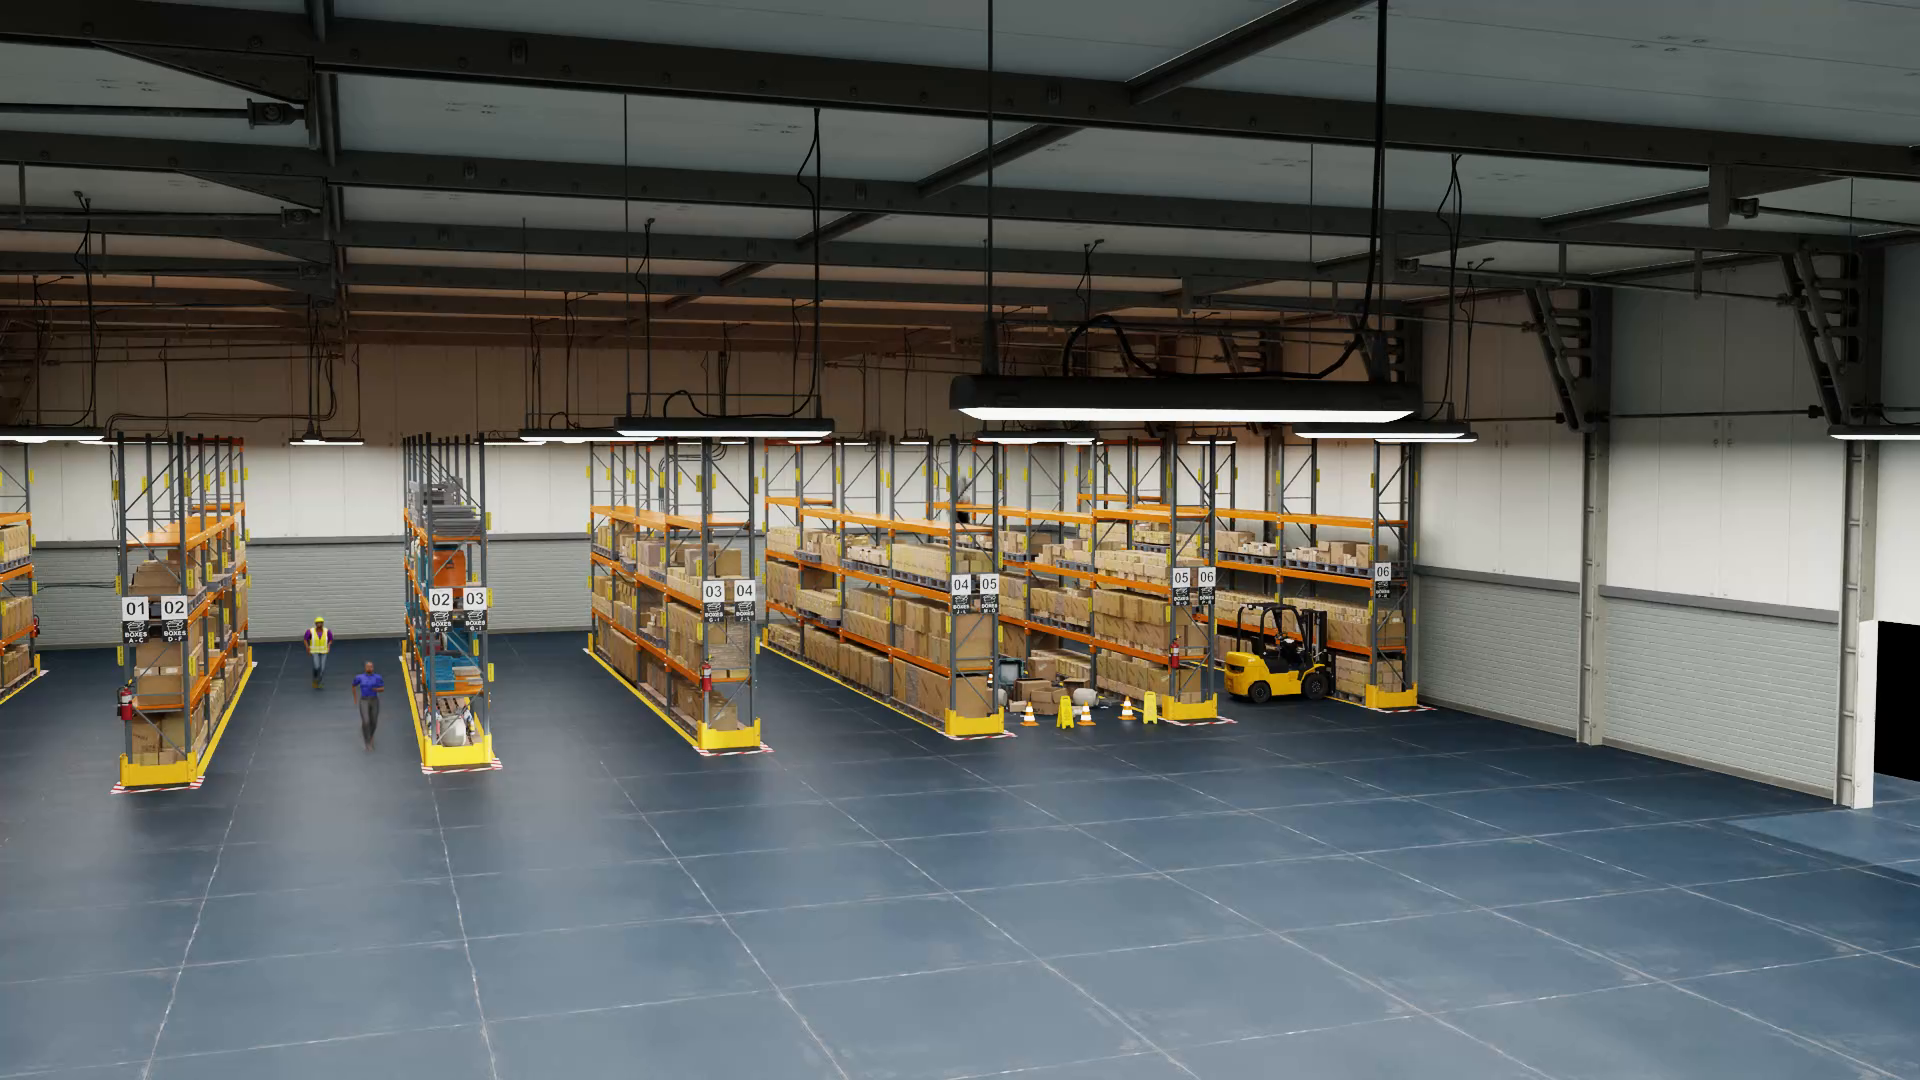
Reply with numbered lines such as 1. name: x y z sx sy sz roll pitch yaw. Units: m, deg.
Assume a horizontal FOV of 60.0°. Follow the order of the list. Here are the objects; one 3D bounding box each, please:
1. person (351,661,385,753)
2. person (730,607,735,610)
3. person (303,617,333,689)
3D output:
1. person: -11.216 3.128 31.570 0.562 1.682 0.885 -2 4 -30
2. person: -6.443 2.295 46.506 0.649 1.707 0.953 -1 3 -15
3. person: -15.141 2.669 39.323 0.619 1.713 0.715 -2 4 -35
